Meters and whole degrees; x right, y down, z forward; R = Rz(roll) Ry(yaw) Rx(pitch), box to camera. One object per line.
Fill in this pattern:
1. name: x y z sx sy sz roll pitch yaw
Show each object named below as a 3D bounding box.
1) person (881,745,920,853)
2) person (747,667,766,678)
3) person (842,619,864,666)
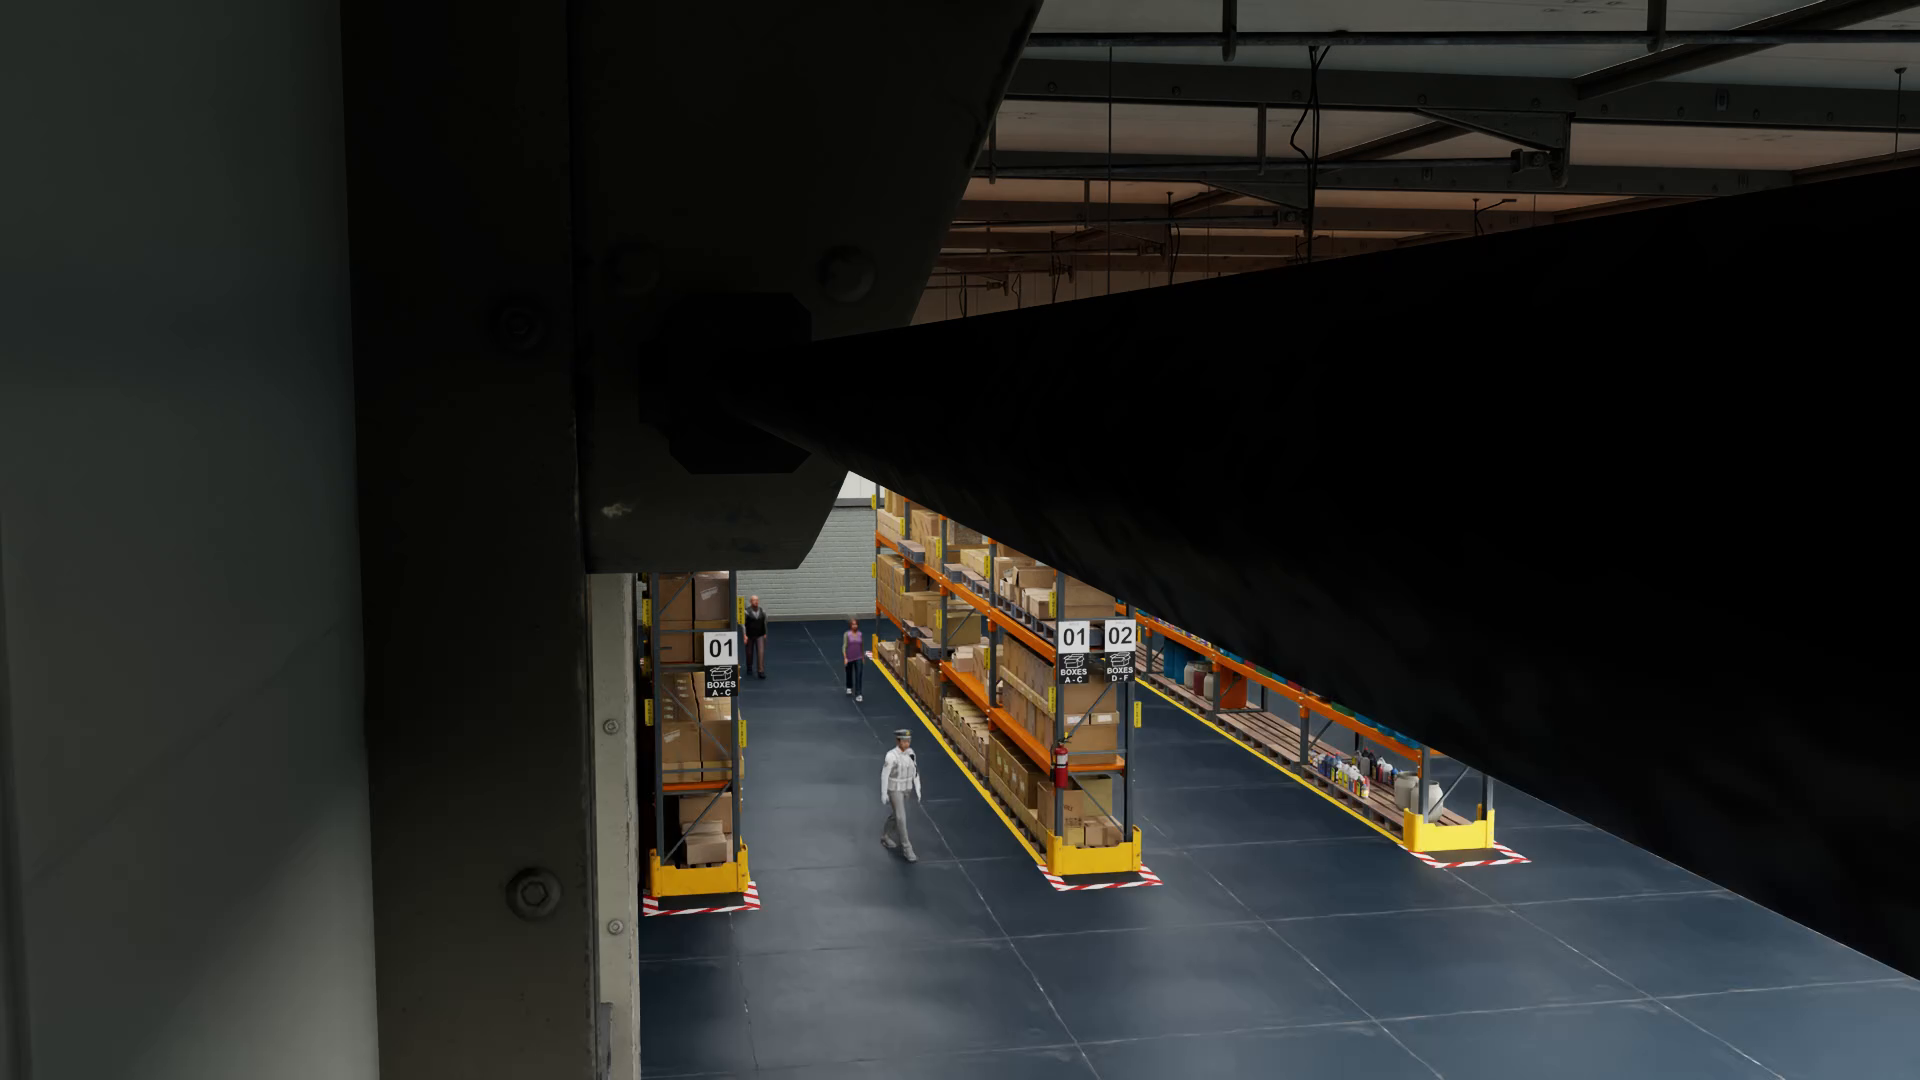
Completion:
1. person: -0.801 3.346 21.754 0.723 1.344 0.501 5 8 41
2. person: -4.217 2.689 34.316 0.293 0.249 1.078 -2 6 -14
3. person: -2.037 1.988 31.837 0.443 0.936 0.411 -1 6 -11
